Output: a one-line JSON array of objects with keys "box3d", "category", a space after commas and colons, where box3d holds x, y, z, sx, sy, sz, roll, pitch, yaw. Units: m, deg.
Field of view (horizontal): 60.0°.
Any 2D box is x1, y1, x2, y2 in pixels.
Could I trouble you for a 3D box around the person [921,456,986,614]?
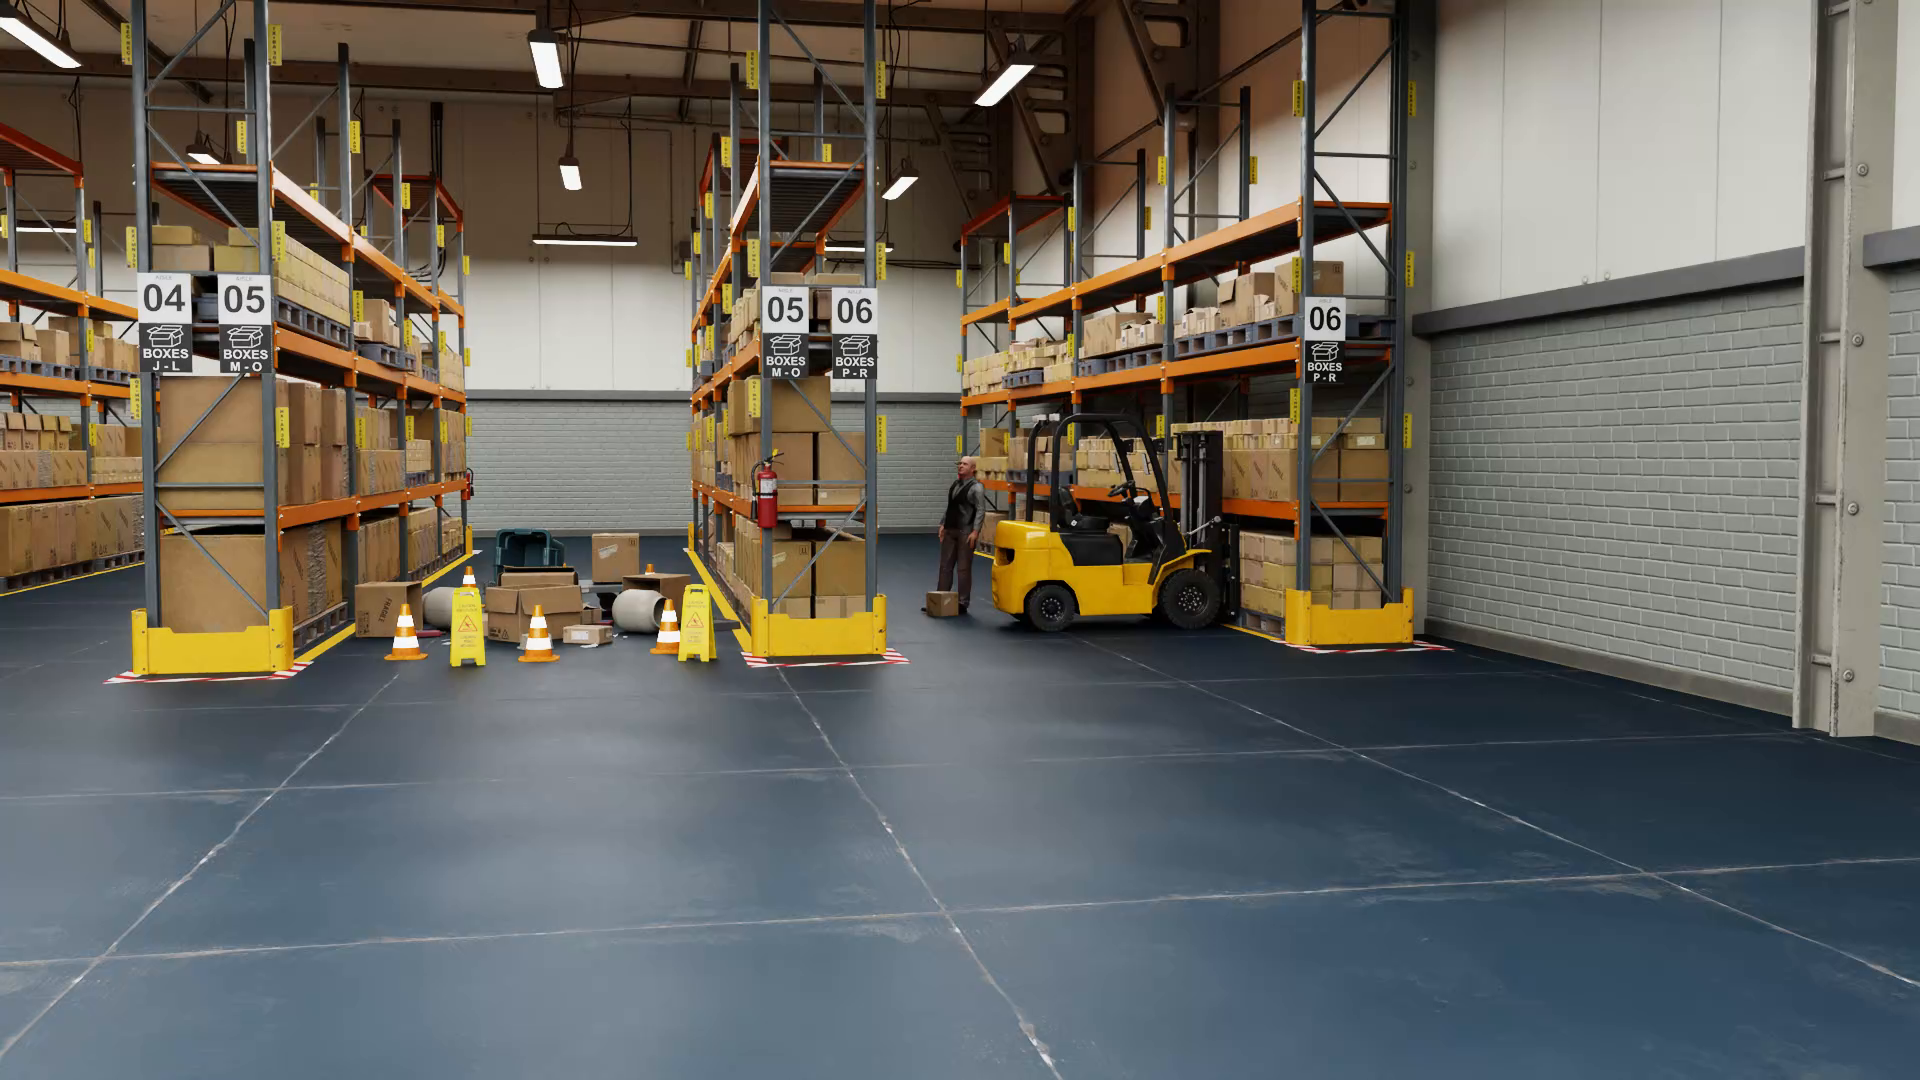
[{"box3d": [-0.041, -0.057, 18.260, 0.566, 1.722, 0.633, -3, 4, -40], "category": "person"}]
